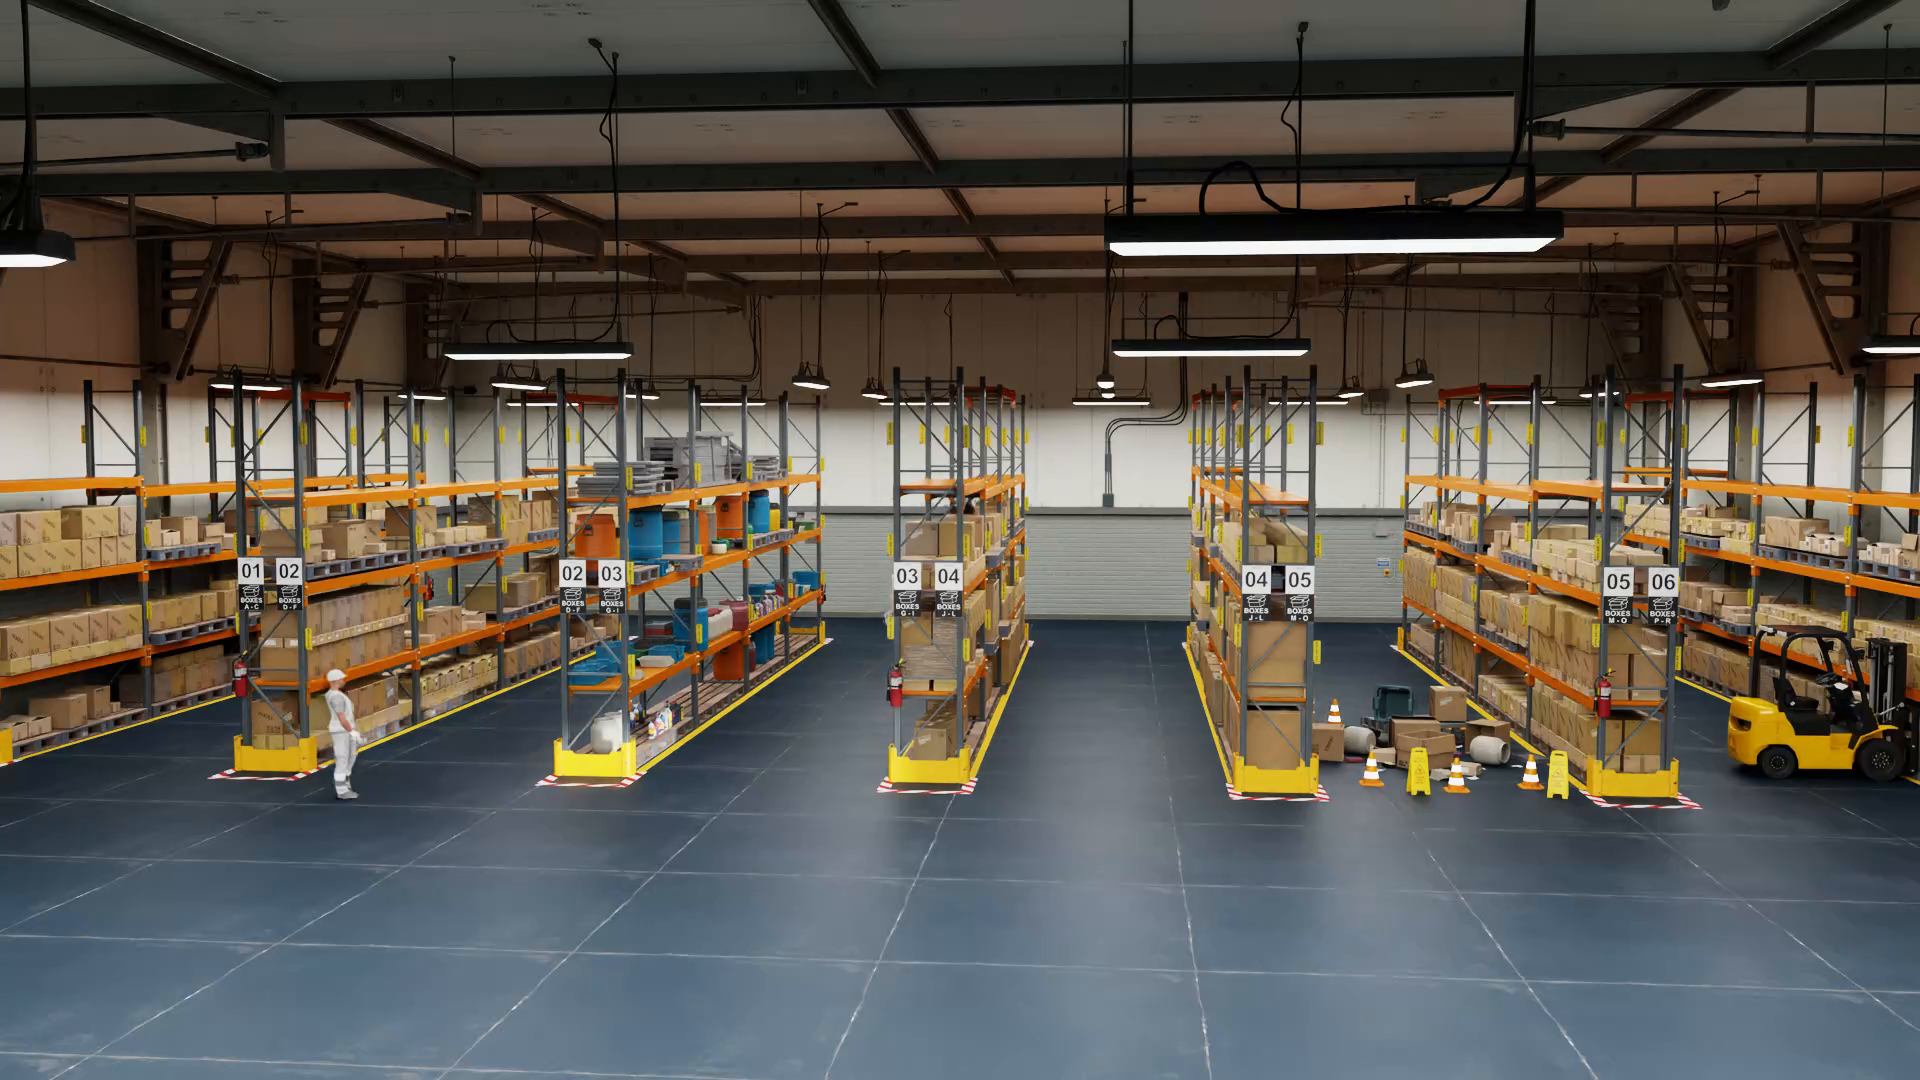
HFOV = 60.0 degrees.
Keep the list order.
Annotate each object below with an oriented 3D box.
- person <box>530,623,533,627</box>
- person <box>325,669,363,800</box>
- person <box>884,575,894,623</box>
[{"bbox_3d":[-10.425,1.597,40.297,0.434,1.781,0.649,0,4,2],"label":"person"},{"bbox_3d":[-8.515,2.694,23.048,0.578,1.830,0.619,0,4,-2],"label":"person"},{"bbox_3d":[-1.627,1.461,43.597,0.732,1.637,0.465,3,5,42],"label":"person"}]
